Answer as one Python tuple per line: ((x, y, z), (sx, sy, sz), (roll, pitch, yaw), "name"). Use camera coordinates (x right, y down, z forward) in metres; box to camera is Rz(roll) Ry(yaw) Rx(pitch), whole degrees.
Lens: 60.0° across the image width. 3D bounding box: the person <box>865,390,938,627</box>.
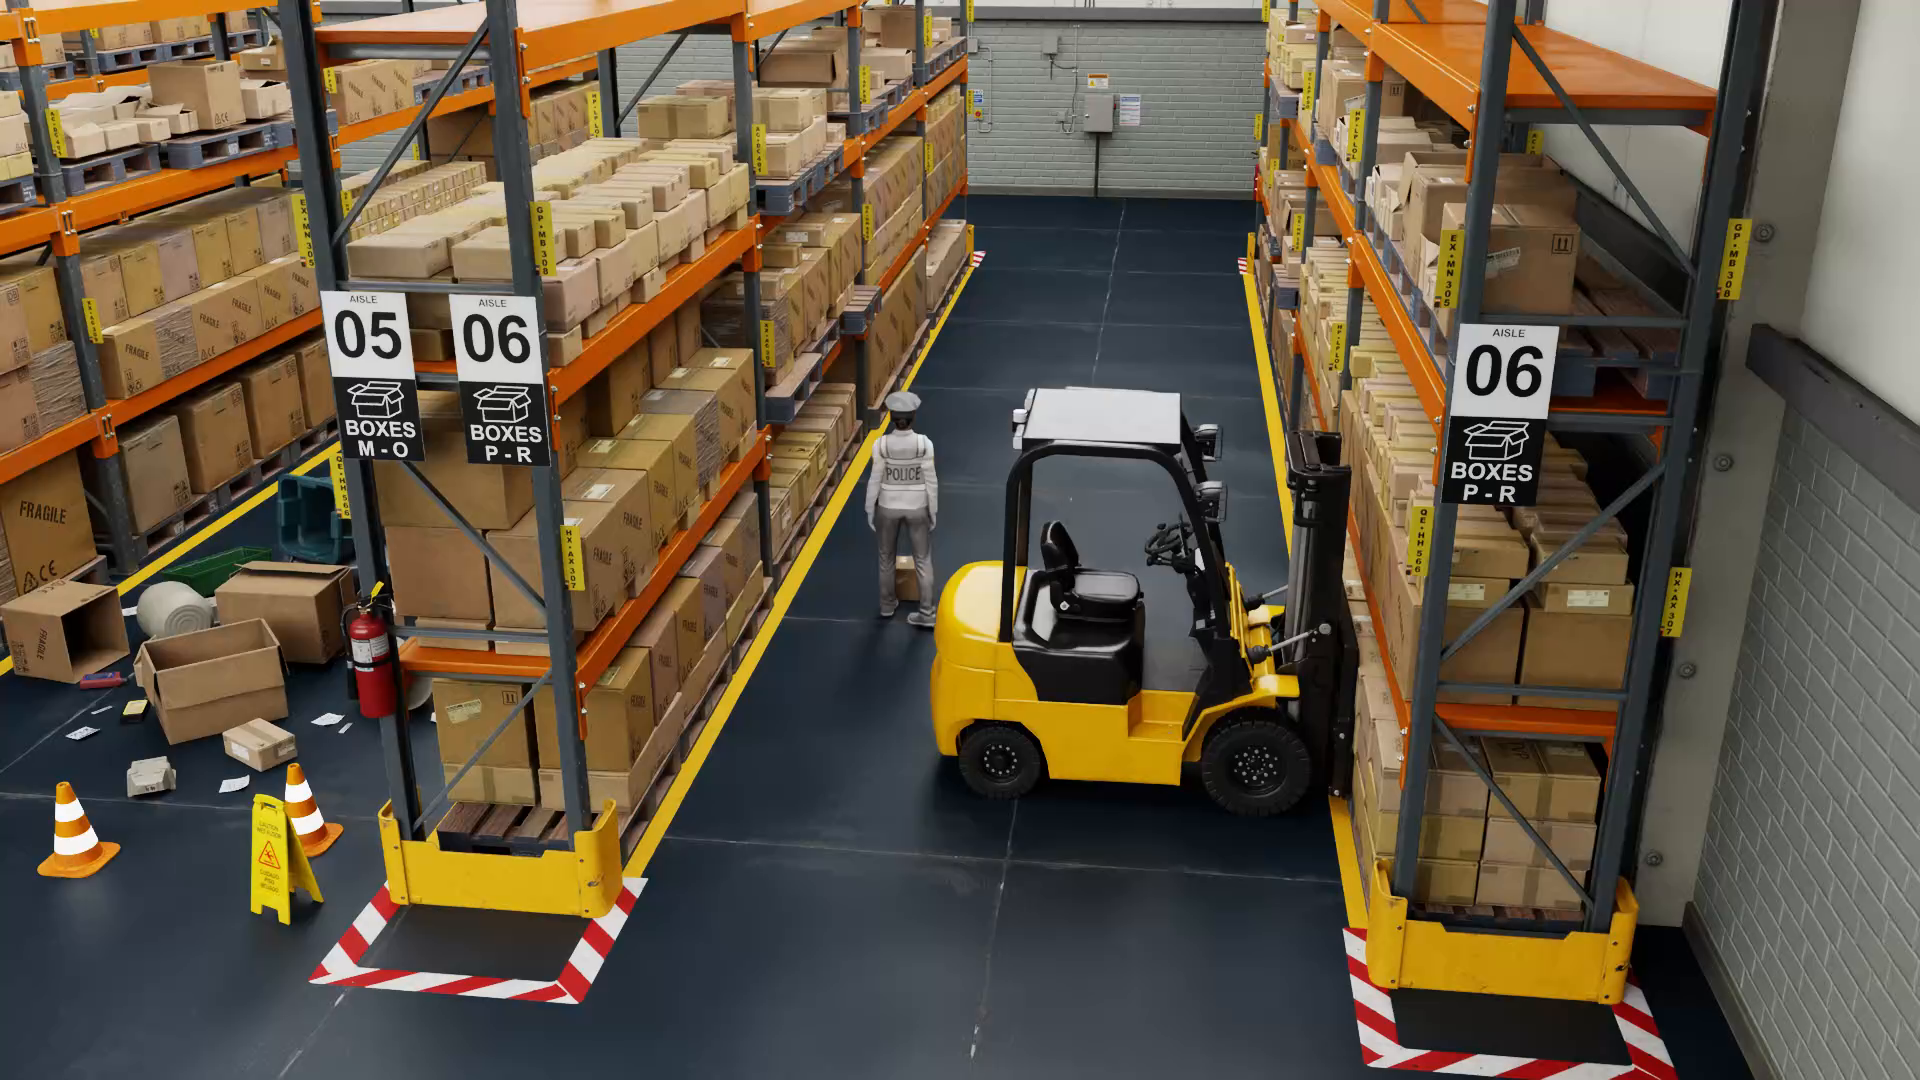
((-0.411, -0.223, 11.635), (0.507, 1.691, 0.528), (-1, 21, -3), "person")
